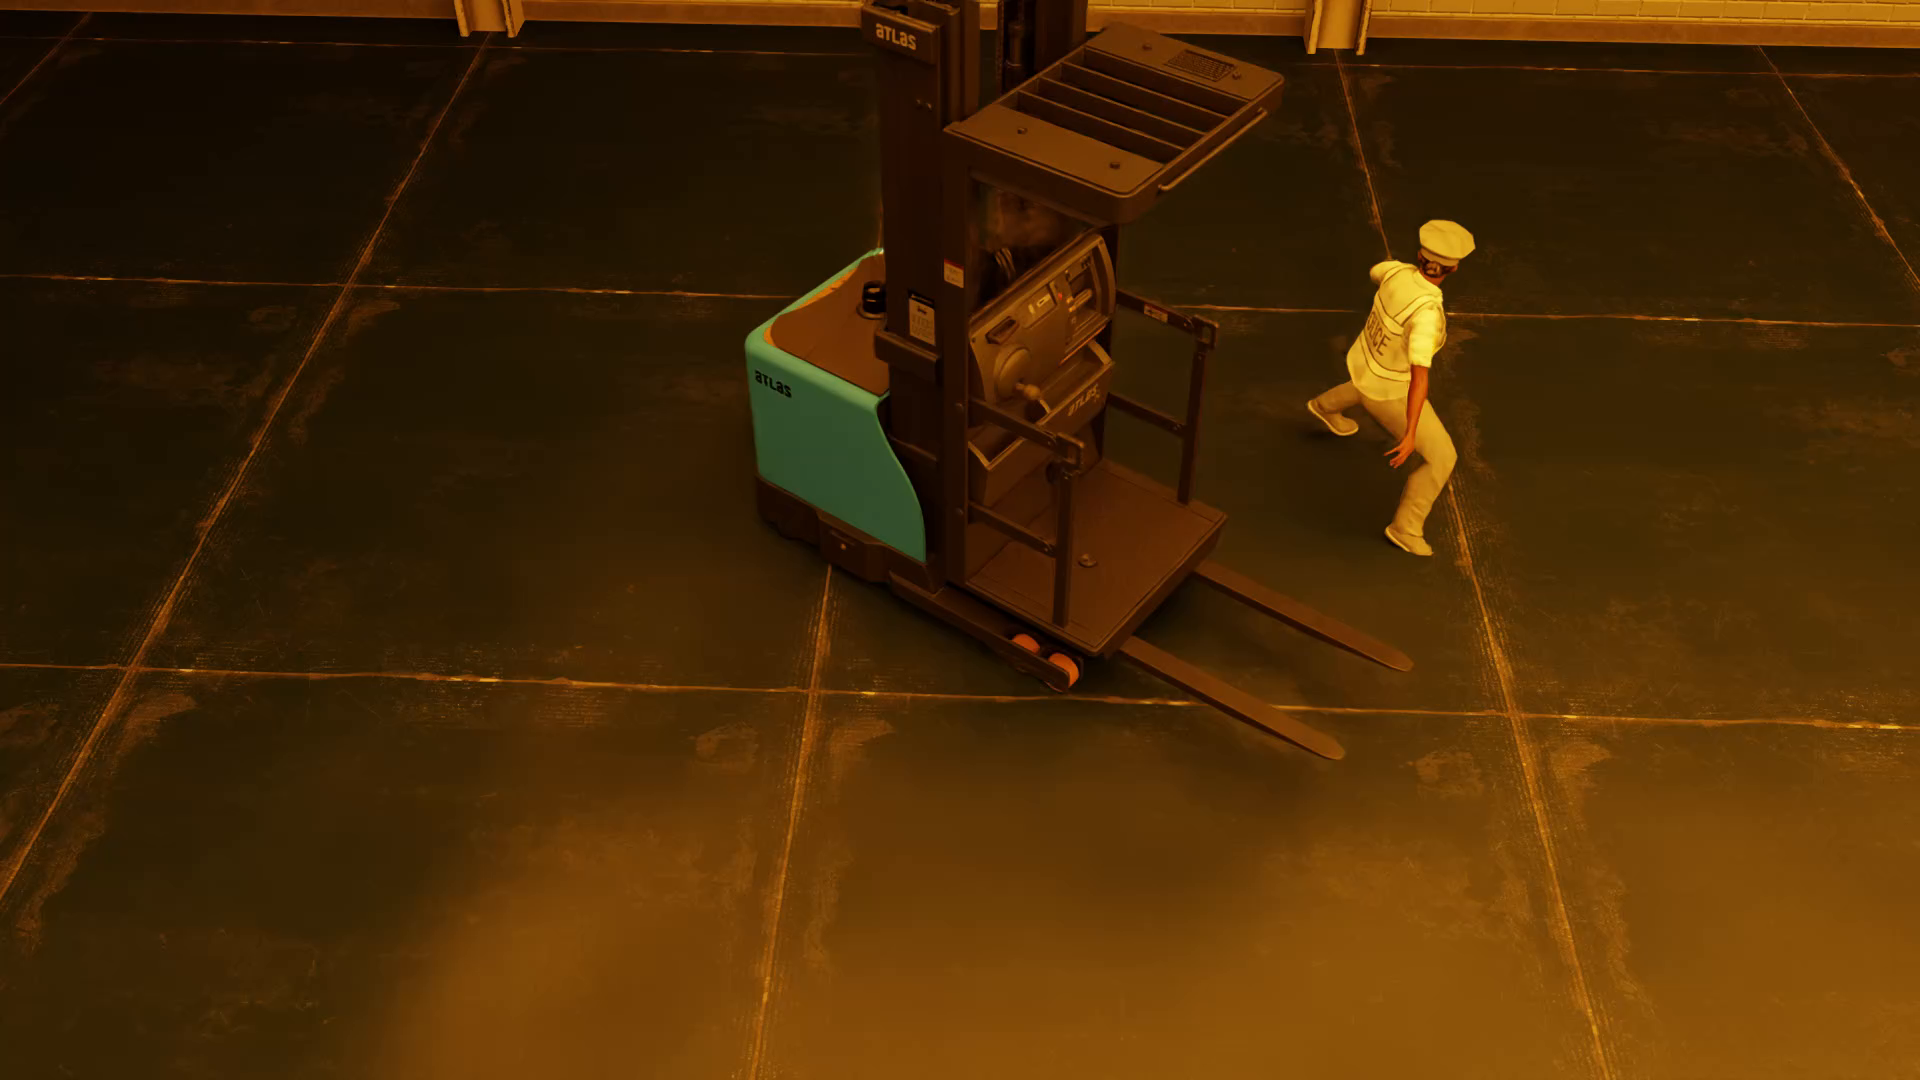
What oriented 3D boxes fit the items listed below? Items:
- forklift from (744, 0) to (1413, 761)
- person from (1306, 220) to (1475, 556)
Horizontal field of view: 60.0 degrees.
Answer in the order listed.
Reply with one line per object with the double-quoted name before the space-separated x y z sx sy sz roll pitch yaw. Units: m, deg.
"forklift" 0.510 -0.837 6.659 3.031 2.935 1.130 27 49 27
"person" 2.023 -0.719 7.641 0.484 1.563 1.110 -2 42 -2
